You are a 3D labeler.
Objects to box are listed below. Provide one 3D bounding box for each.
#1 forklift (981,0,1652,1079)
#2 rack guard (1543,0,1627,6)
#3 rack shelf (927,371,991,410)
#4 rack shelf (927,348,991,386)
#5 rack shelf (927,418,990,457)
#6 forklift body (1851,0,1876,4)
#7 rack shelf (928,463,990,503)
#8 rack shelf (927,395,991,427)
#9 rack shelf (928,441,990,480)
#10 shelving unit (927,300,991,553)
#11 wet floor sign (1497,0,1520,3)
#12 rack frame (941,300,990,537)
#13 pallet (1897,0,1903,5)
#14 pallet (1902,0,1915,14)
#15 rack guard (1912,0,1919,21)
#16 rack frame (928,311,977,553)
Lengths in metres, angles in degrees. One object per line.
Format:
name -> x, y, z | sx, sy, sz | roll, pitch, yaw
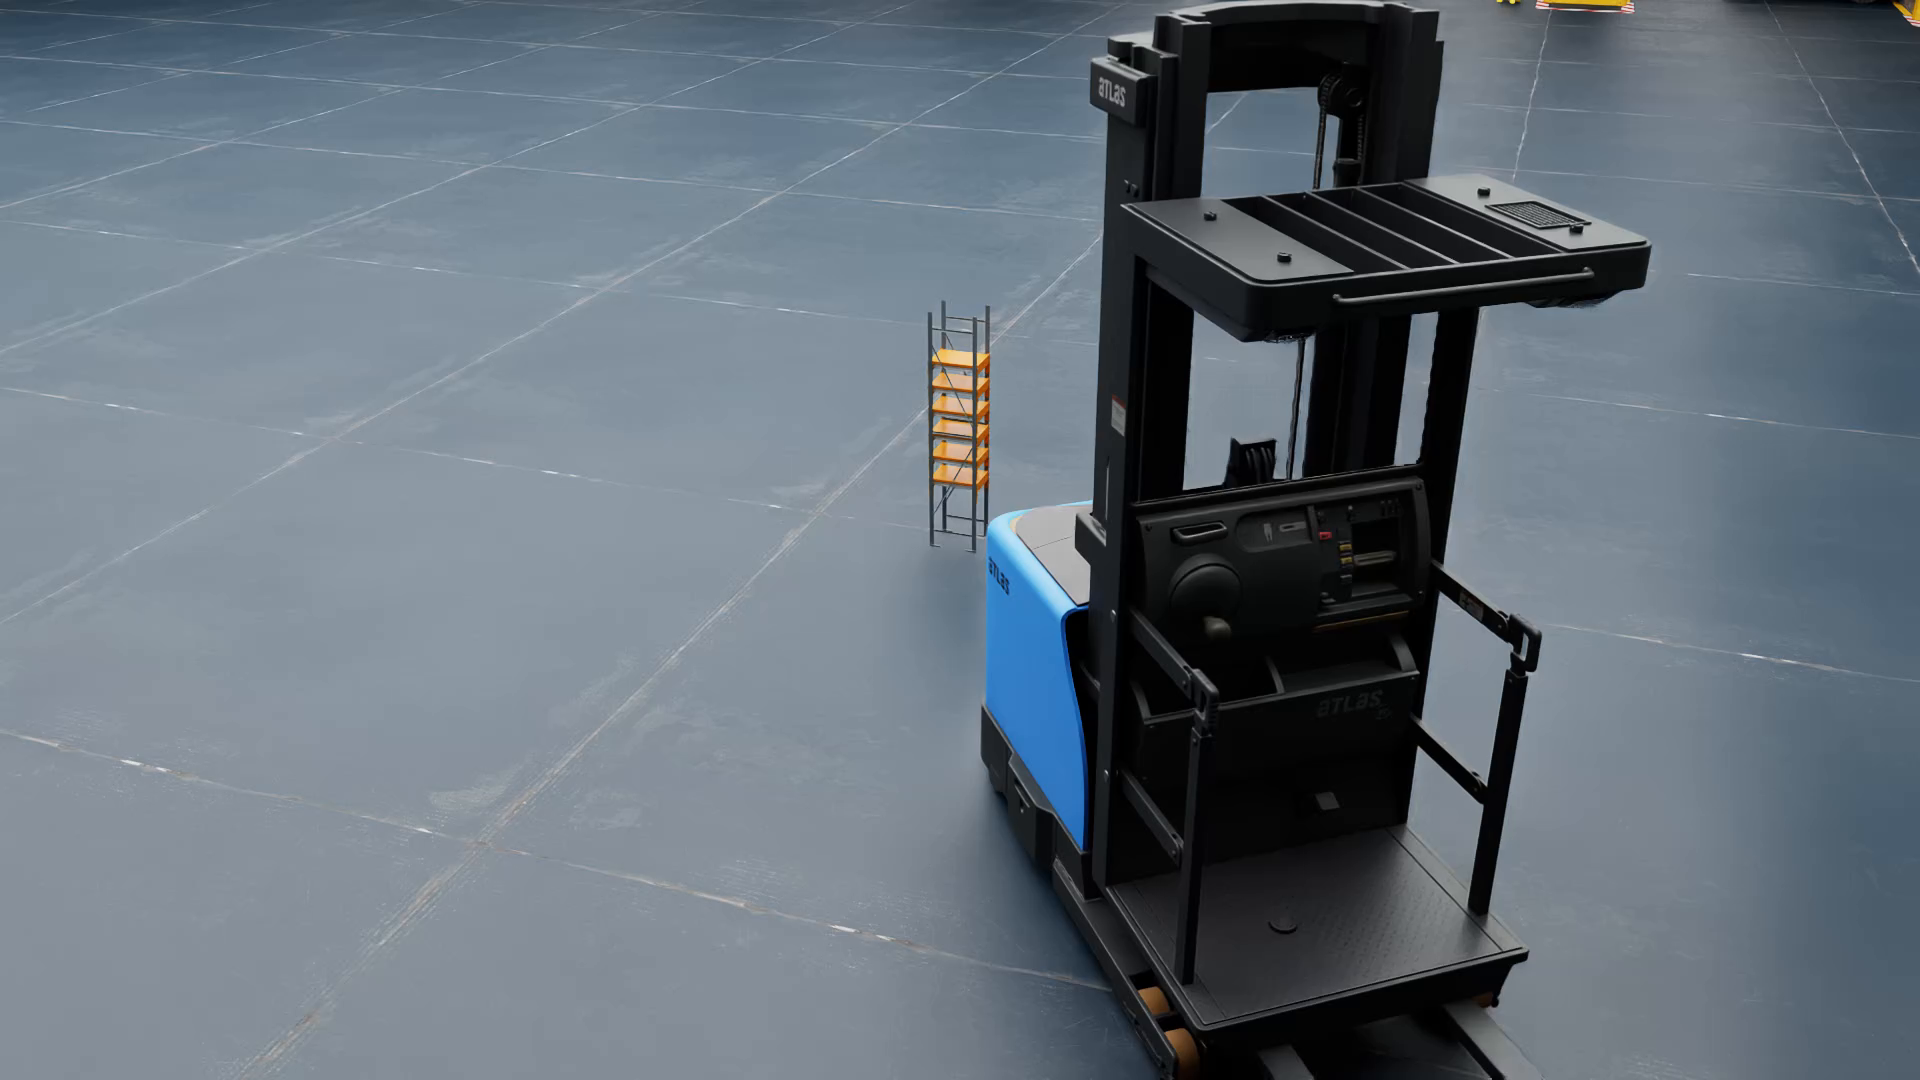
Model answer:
forklift -> 1.029, 0.095, 4.690 | 1.130, 2.935, 3.031 | -8, 27, -17
rack guard -> 9.313, -8.236, 24.687 | 1.175, 0.500, 0.348 | 9, 27, 17
rack shelf -> -0.005, -0.710, 7.891 | 0.258, 0.103, 0.180 | 9, 27, 17
rack shelf -> -0.005, -0.818, 7.839 | 0.258, 0.103, 0.180 | 9, 27, 17
rack shelf -> -0.005, -0.494, 7.996 | 0.258, 0.103, 0.180 | 9, 27, 17
forklift body -> 12.881, -9.273, 24.935 | 2.313, 2.155, 1.214 | 9, 27, 17
rack shelf -> -0.005, -0.278, 8.100 | 0.258, 0.103, 0.180 | 9, 27, 17
rack shelf -> -0.005, -0.602, 7.943 | 0.258, 0.103, 0.180 | 9, 27, 17
rack shelf -> -0.005, -0.386, 8.048 | 0.258, 0.103, 0.180 | 9, 27, 17
shelving unit -> -0.005, -0.534, 7.976 | 0.258, 1.200, 0.189 | 9, 27, 17
wet floor sign -> 8.216, -8.347, 24.750 | 0.267, 0.644, 0.232 | 20, 32, 35
rack frame -> 0.026, -0.572, 8.054 | 0.240, 1.200, 0.006 | 9, 27, 17
pallet -> 14.593, -8.177, 24.895 | 1.003, 0.211, 1.213 | 9, 27, 17
pallet -> 14.185, -7.677, 23.863 | 1.003, 0.211, 1.213 | 9, 27, 17
rack guard -> 13.962, -7.477, 23.118 | 1.175, 0.500, 0.348 | 9, 27, 17
rack frame -> -0.035, -0.496, 7.899 | 0.240, 1.200, 0.006 | 9, 27, 17
